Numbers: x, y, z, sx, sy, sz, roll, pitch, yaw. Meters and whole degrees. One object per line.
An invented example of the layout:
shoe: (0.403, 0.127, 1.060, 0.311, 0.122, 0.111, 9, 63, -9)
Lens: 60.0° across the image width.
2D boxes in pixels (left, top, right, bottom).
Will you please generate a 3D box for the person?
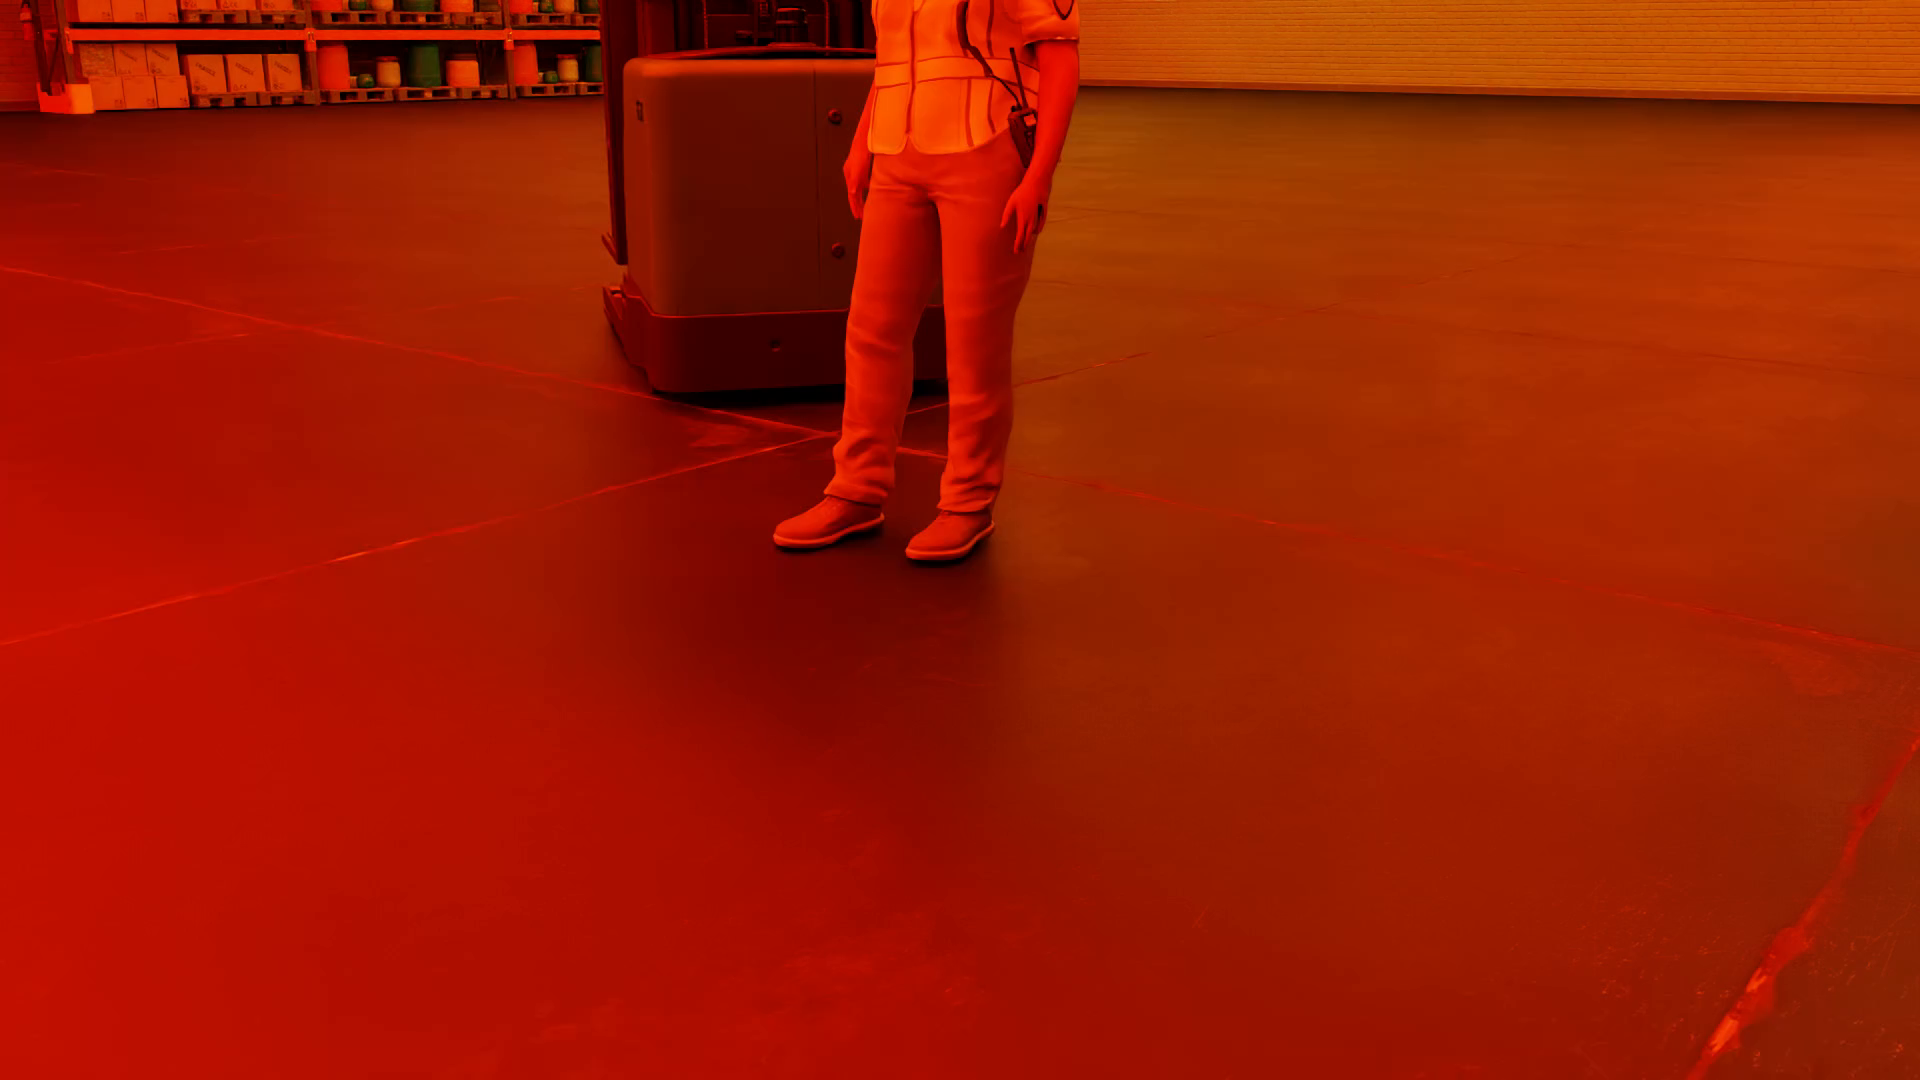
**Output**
person: (-0.066, -0.791, 3.655, 0.598, 1.670, 0.529, 13, 21, 37)

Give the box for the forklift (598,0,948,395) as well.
forklift: (-0.844, -2.252, 6.314, 1.130, 2.935, 3.031, -5, 17, -15)
